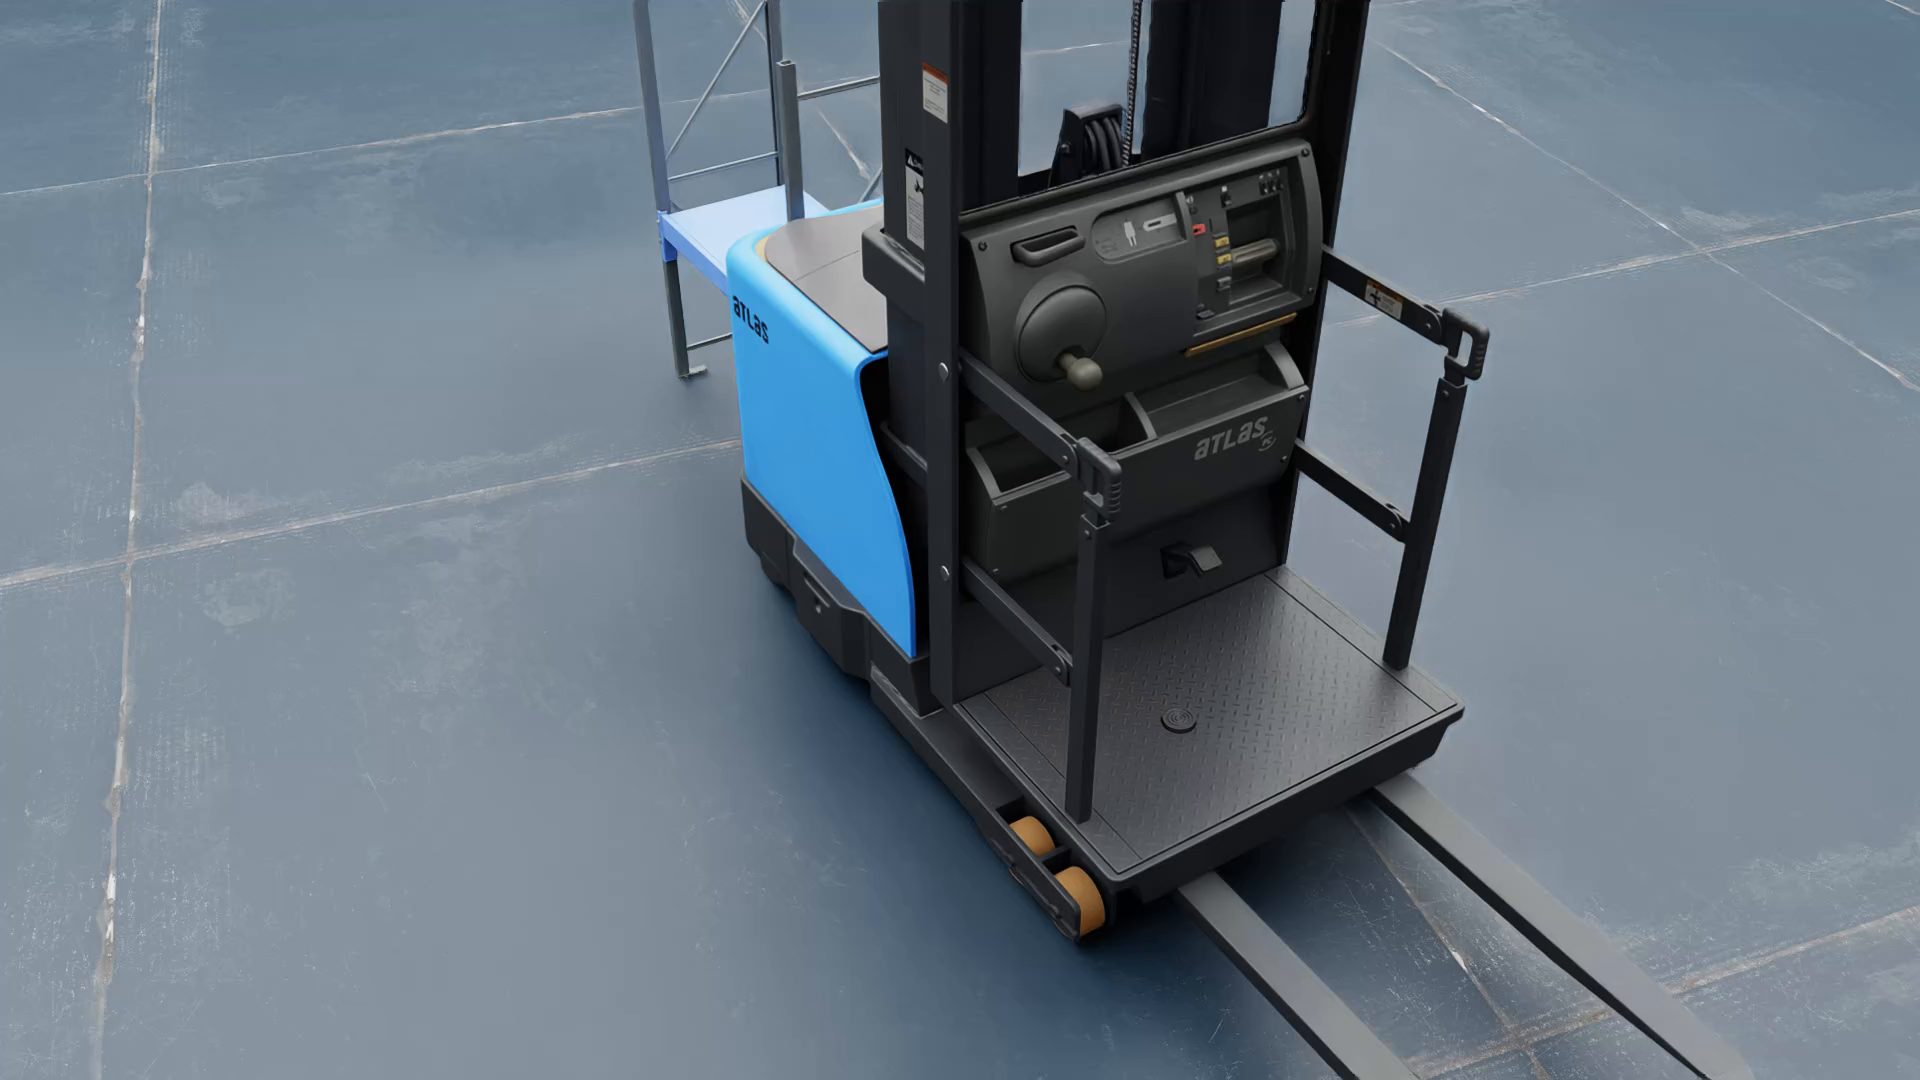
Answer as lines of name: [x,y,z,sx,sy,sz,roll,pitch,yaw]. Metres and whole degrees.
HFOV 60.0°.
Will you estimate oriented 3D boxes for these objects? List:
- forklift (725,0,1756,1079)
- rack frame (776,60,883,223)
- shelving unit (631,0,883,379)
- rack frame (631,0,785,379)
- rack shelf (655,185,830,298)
forklift: [0.547,-0.545,3.538,1.130,2.935,3.031,-21,42,-25]
rack frame: [-0.273,-0.752,5.002,0.500,1.500,0.032,-21,42,-25]
shelving unit: [-0.543,-1.011,5.346,0.538,1.500,1.048,-21,42,-25]
rack frame: [-0.813,-1.270,5.690,0.500,1.500,0.032,-21,42,-25]
rack shelf: [-0.543,-0.868,5.454,0.538,0.185,1.000,-21,42,-25]
